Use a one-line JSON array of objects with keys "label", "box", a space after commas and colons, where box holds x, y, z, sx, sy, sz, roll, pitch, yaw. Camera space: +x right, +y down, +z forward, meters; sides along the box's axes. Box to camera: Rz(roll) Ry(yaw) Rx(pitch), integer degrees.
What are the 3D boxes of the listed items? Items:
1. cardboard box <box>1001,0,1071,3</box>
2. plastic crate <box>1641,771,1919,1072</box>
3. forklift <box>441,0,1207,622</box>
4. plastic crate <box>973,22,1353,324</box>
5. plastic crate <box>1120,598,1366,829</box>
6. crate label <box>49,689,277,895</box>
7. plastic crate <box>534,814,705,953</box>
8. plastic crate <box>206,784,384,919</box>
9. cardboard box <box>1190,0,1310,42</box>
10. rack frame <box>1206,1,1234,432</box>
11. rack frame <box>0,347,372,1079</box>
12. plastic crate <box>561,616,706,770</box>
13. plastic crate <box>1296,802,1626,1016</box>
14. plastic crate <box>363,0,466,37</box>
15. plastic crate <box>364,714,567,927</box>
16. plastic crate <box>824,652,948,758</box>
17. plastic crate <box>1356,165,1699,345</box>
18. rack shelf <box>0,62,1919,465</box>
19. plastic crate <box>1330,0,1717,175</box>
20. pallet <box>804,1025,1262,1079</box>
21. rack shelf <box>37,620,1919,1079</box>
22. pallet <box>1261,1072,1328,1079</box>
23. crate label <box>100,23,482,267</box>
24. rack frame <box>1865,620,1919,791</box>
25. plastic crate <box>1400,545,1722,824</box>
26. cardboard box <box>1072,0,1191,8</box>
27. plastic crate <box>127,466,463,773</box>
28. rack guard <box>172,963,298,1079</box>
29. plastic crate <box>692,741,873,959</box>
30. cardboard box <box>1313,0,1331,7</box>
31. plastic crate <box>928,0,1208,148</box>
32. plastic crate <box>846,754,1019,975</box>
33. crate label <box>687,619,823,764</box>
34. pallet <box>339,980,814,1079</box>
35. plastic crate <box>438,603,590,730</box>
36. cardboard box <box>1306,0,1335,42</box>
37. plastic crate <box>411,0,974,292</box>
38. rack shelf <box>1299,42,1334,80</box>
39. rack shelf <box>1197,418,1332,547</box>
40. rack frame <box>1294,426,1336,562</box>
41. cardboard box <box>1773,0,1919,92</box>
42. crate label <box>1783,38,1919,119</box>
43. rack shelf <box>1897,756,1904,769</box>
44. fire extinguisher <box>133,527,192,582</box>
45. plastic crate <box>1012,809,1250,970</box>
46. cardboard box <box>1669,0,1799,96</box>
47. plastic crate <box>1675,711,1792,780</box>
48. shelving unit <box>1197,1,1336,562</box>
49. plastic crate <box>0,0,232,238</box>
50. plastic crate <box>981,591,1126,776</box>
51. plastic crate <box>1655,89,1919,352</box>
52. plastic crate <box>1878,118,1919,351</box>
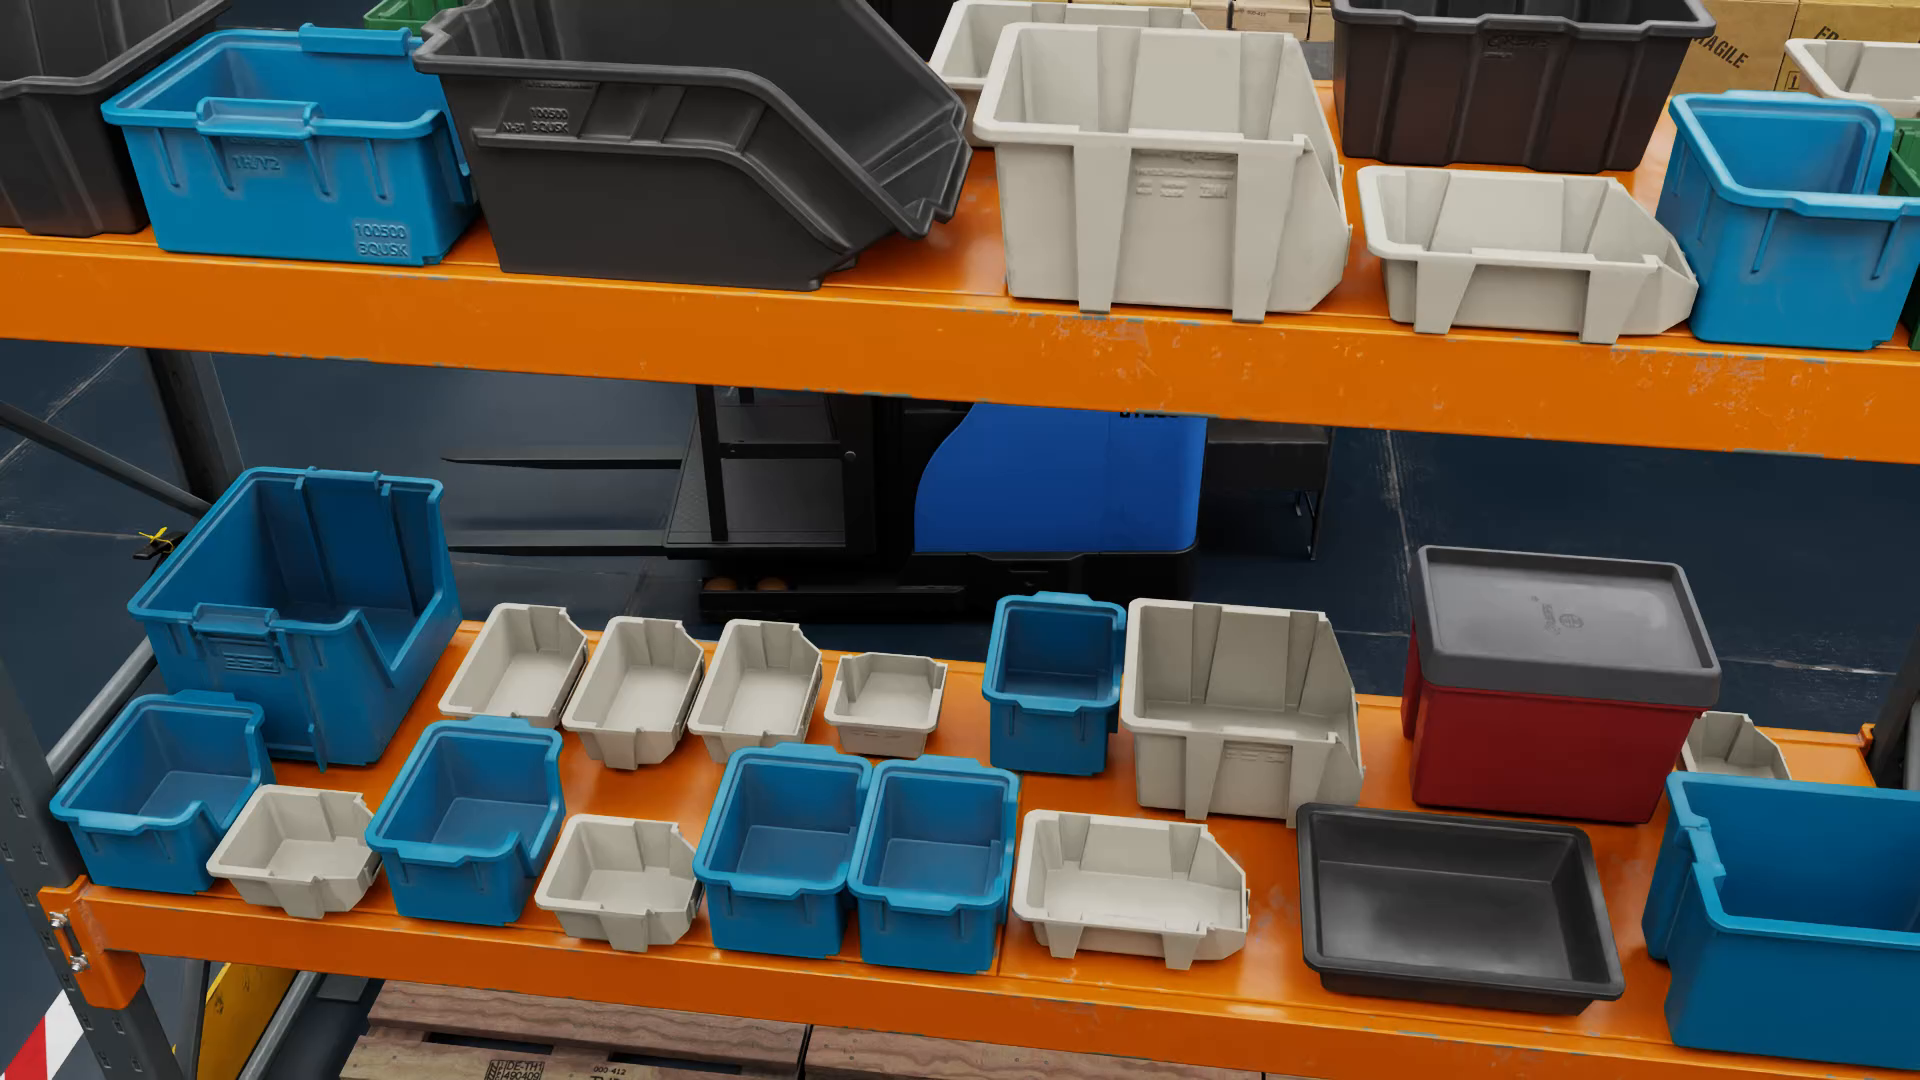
[{"label": "cardboard box", "box": [0.232, -2.359, 7.347, 0.500, 0.250, 0.500, 3, 36, 4]}, {"label": "plastic crate", "box": [1.606, 0.730, 3.108, 0.575, 0.384, 0.392, 4, 36, 6]}, {"label": "forklift", "box": [-0.622, -1.192, 5.897, 3.031, 2.935, 1.130, 0, 36, 0]}, {"label": "plastic crate", "box": [0.305, -0.541, 2.446, 0.530, 0.282, 0.437, 4, 36, 6]}, {"label": "plastic crate", "box": [0.622, 0.390, 3.672, 0.530, 0.282, 0.437, 4, 36, 6]}, {"label": "crate label", "box": [-1.651, 0.541, 3.502, 0.303, 0.233, 0.416, 4, 36, 6]}, {"label": "plastic crate", "box": [-0.671, 0.702, 3.360, 0.298, 0.136, 0.250, 4, 36, 6]}, {"label": "plastic crate", "box": [-1.344, 0.652, 3.430, 0.298, 0.136, 0.250, 4, 36, 6]}, {"label": "cardboard box", "box": [1.253, -2.284, 7.242, 0.500, 0.250, 0.500, 5, 36, 7]}, {"label": "rack frame", "box": [0.926, -0.887, 6.178, 0.015, 2.100, 0.400, 0, 36, -1]}, {"label": "rack frame", "box": [-1.854, 0.290, 3.762, 0.127, 3.000, 1.000, 4, 36, 6]}, {"label": "plastic crate", "box": [-0.737, 0.358, 3.841, 0.243, 0.136, 0.396, 4, 36, 6]}, {"label": "plastic crate", "box": [0.969, 0.745, 3.309, 0.590, 0.125, 0.437, 4, 36, 6]}, {"label": "plastic crate", "box": [-0.840, -0.937, 3.081, 0.336, 0.188, 0.450, 4, 36, 6]}, {"label": "plastic crate", "box": [-0.999, 0.590, 3.434, 0.300, 0.233, 0.416, 4, 36, 6]}, {"label": "plastic crate", "box": [-0.162, 0.376, 3.816, 0.250, 0.136, 0.298, 4, 36, 6]}, {"label": "plastic crate", "box": [0.803, -0.403, 2.377, 0.466, 0.136, 0.293, 4, 36, 6]}, {"label": "rack shelf", "box": [0.129, -0.491, 2.892, 4.000, 0.370, 1.077, 4, 36, 6]}, {"label": "plastic crate", "box": [0.916, -0.832, 2.864, 0.590, 0.269, 0.497, 4, 36, 6]}, {"label": "pallet", "box": [0.165, 1.600, 4.327, 1.213, 0.211, 1.003, 4, 36, 6]}, {"label": "rack shelf", "box": [0.129, 0.730, 3.764, 4.000, 0.370, 1.077, 4, 36, 6]}, {"label": "pallet", "box": [1.379, 1.688, 4.202, 1.213, 0.211, 1.003, 4, 36, 6]}, {"label": "crate label", "box": [-0.980, -0.616, 2.577, 0.502, 0.251, 0.408, 4, 36, 6]}, {"label": "rack frame", "box": [2.113, 0.584, 3.350, 0.053, 2.616, 0.949, 4, 36, 6]}, {"label": "plastic crate", "box": [1.259, 0.324, 3.607, 0.583, 0.464, 0.402, 4, 36, 6]}, {"label": "cardboard box", "box": [0.751, -2.324, 7.297, 0.500, 0.250, 0.500, 4, 36, 5]}, {"label": "plastic crate", "box": [-1.499, 0.168, 3.851, 0.499, 0.435, 0.616, 4, 36, 6]}, {"label": "rack guard", "box": [-1.880, 1.313, 4.480, 0.348, 0.500, 1.175, 4, 36, 6]}, {"label": "plastic crate", "box": [-0.346, 0.639, 3.365, 0.300, 0.233, 0.416, 4, 36, 6]}, {"label": "cardboard box", "box": [1.757, -2.553, 6.973, 0.500, 0.500, 0.500, 5, 36, 6]}, {"label": "plastic crate", "box": [0.227, -0.814, 2.954, 0.530, 0.136, 0.437, 4, 36, 6]}, {"label": "plastic crate", "box": [-0.048, 0.661, 3.334, 0.300, 0.233, 0.416, 4, 36, 6]}, {"label": "crate label", "box": [-0.458, 0.365, 3.832, 0.243, 0.136, 0.396, 4, 36, 6]}, {"label": "pallet", "box": [-1.041, 1.508, 4.455, 1.213, 0.211, 1.003, 4, 36, 6]}, {"label": "plastic crate", "box": [-1.023, 0.328, 3.883, 0.243, 0.136, 0.396, 4, 36, 6]}, {"label": "cardboard box", "box": [1.759, -2.247, 7.189, 0.500, 0.250, 0.500, 5, 36, 7]}, {"label": "plastic crate", "box": [-0.374, -0.635, 2.529, 0.767, 0.338, 0.504, 4, 36, 6]}, {"label": "rack shelf", "box": [1.175, -1.445, 5.781, 0.480, 0.518, 0.431, 0, 36, -1]}, {"label": "rack shelf", "box": [1.164, -0.305, 6.595, 0.480, 0.518, 0.431, 0, 36, -1]}, {"label": "rack frame", "box": [1.414, -0.885, 6.182, 0.015, 2.100, 0.400, 0, 36, -1]}, {"label": "cardboard box", "box": [3.667, -2.094, 7.016, 0.500, 0.500, 0.500, 4, 36, 6]}, {"label": "crate label", "box": [1.664, -0.731, 2.837, 0.466, 0.136, 0.293, 4, 36, 6]}, {"label": "rack shelf", "box": [4.097, 1.026, 3.349, 4.000, 0.370, 1.077, 4, 36, 6]}, {"label": "fire extinguisher", "box": [-1.946, 0.200, 4.276, 0.183, 0.674, 0.296, 4, 36, 6]}, {"label": "plastic crate", "box": [0.348, 0.713, 3.345, 0.466, 0.136, 0.293, 4, 36, 6]}, {"label": "cardboard box", "box": [3.168, -2.131, 7.068, 0.500, 0.500, 0.500, 4, 36, 6]}, {"label": "plastic crate", "box": [1.670, 0.552, 3.570, 0.243, 0.136, 0.396, 4, 36, 6]}, {"label": "shelving unit", "box": [1.170, -0.886, 6.180, 0.503, 2.100, 0.431, 0, 36, -1]}, {"label": "plastic crate", "box": [-1.508, -0.689, 2.664, 0.590, 0.269, 0.497, 4, 36, 6]}, {"label": "plastic crate", "box": [0.215, 0.337, 3.787, 0.300, 0.233, 0.416, 4, 36, 6]}, {"label": "plastic crate", "box": [1.169, -0.451, 2.361, 0.300, 0.233, 0.416, 4, 36, 6]}, {"label": "plastic crate", "box": [1.654, -0.406, 2.338, 0.662, 0.188, 0.450, 4, 36, 6]}]
